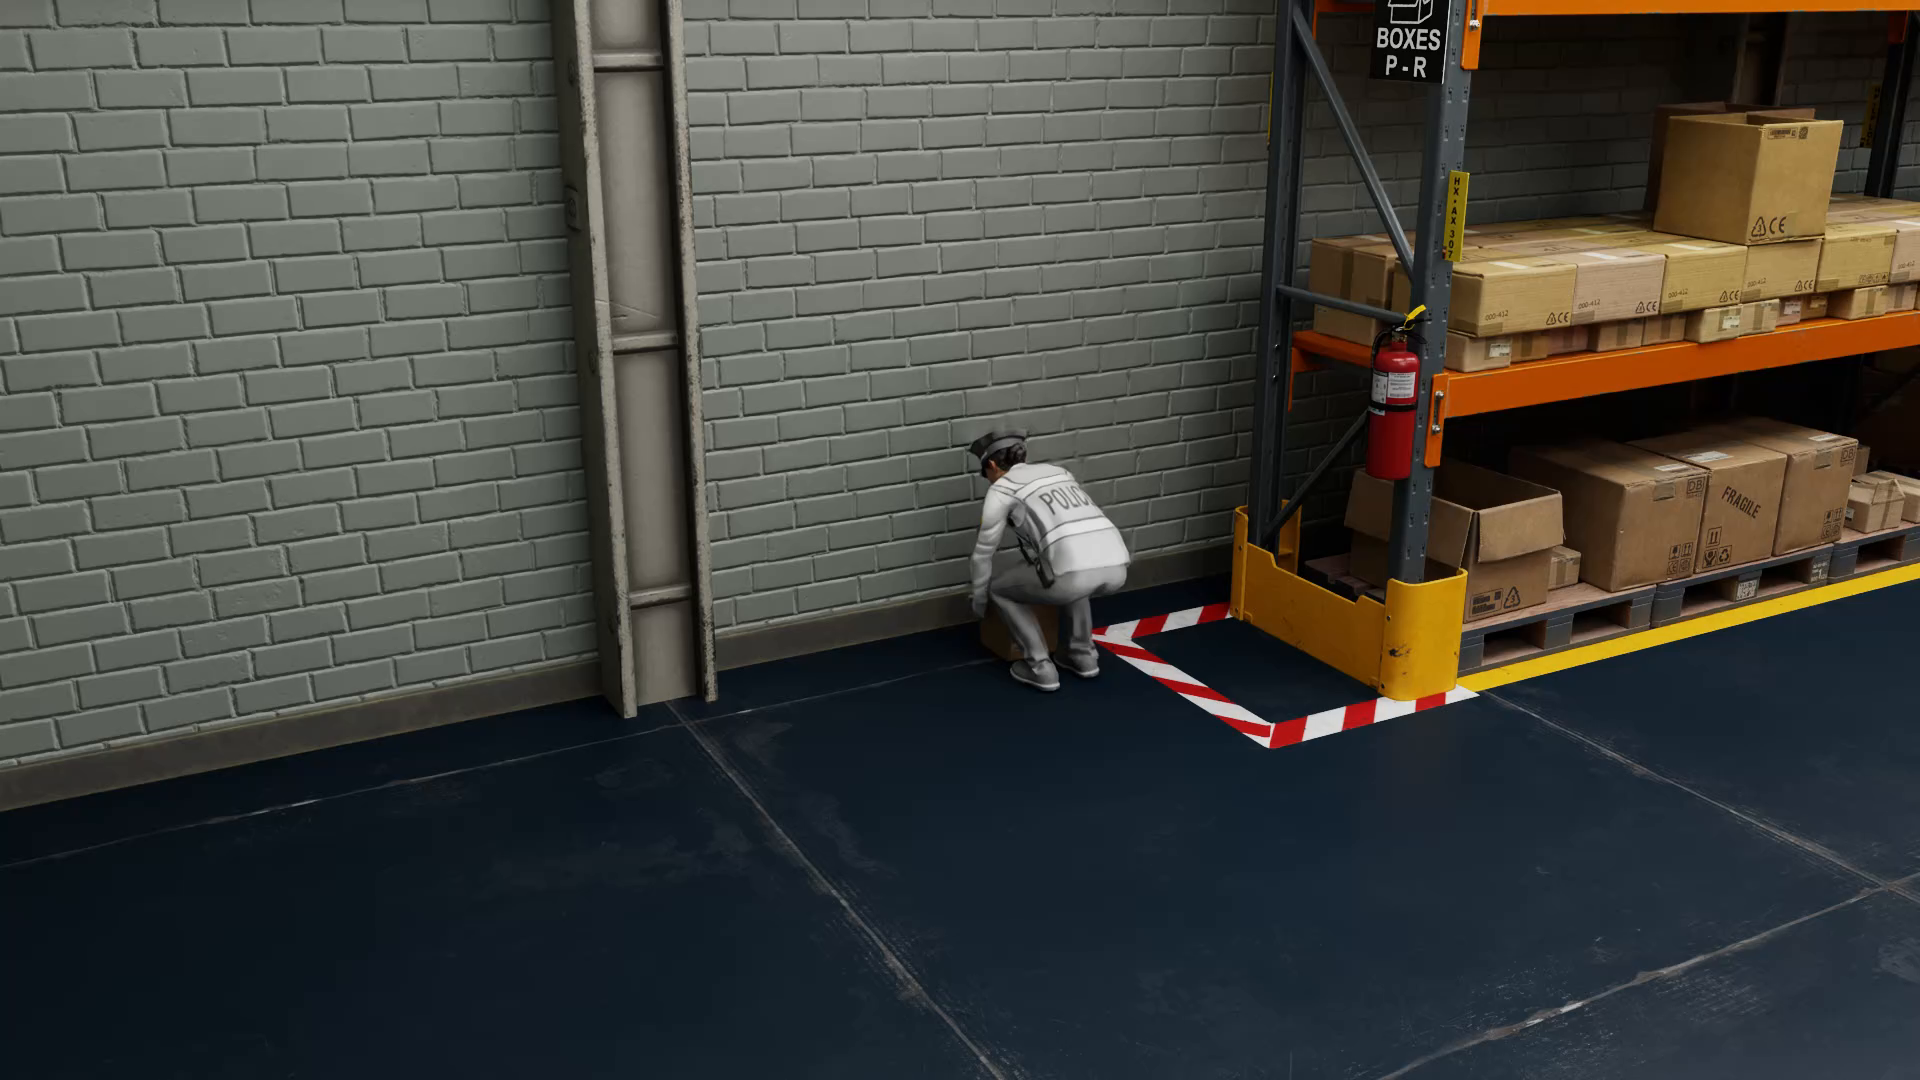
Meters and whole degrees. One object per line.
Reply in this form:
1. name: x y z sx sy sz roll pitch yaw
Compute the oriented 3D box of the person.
1. person: 0.332 0.072 6.883 0.495 1.008 0.840 -10 21 -27
